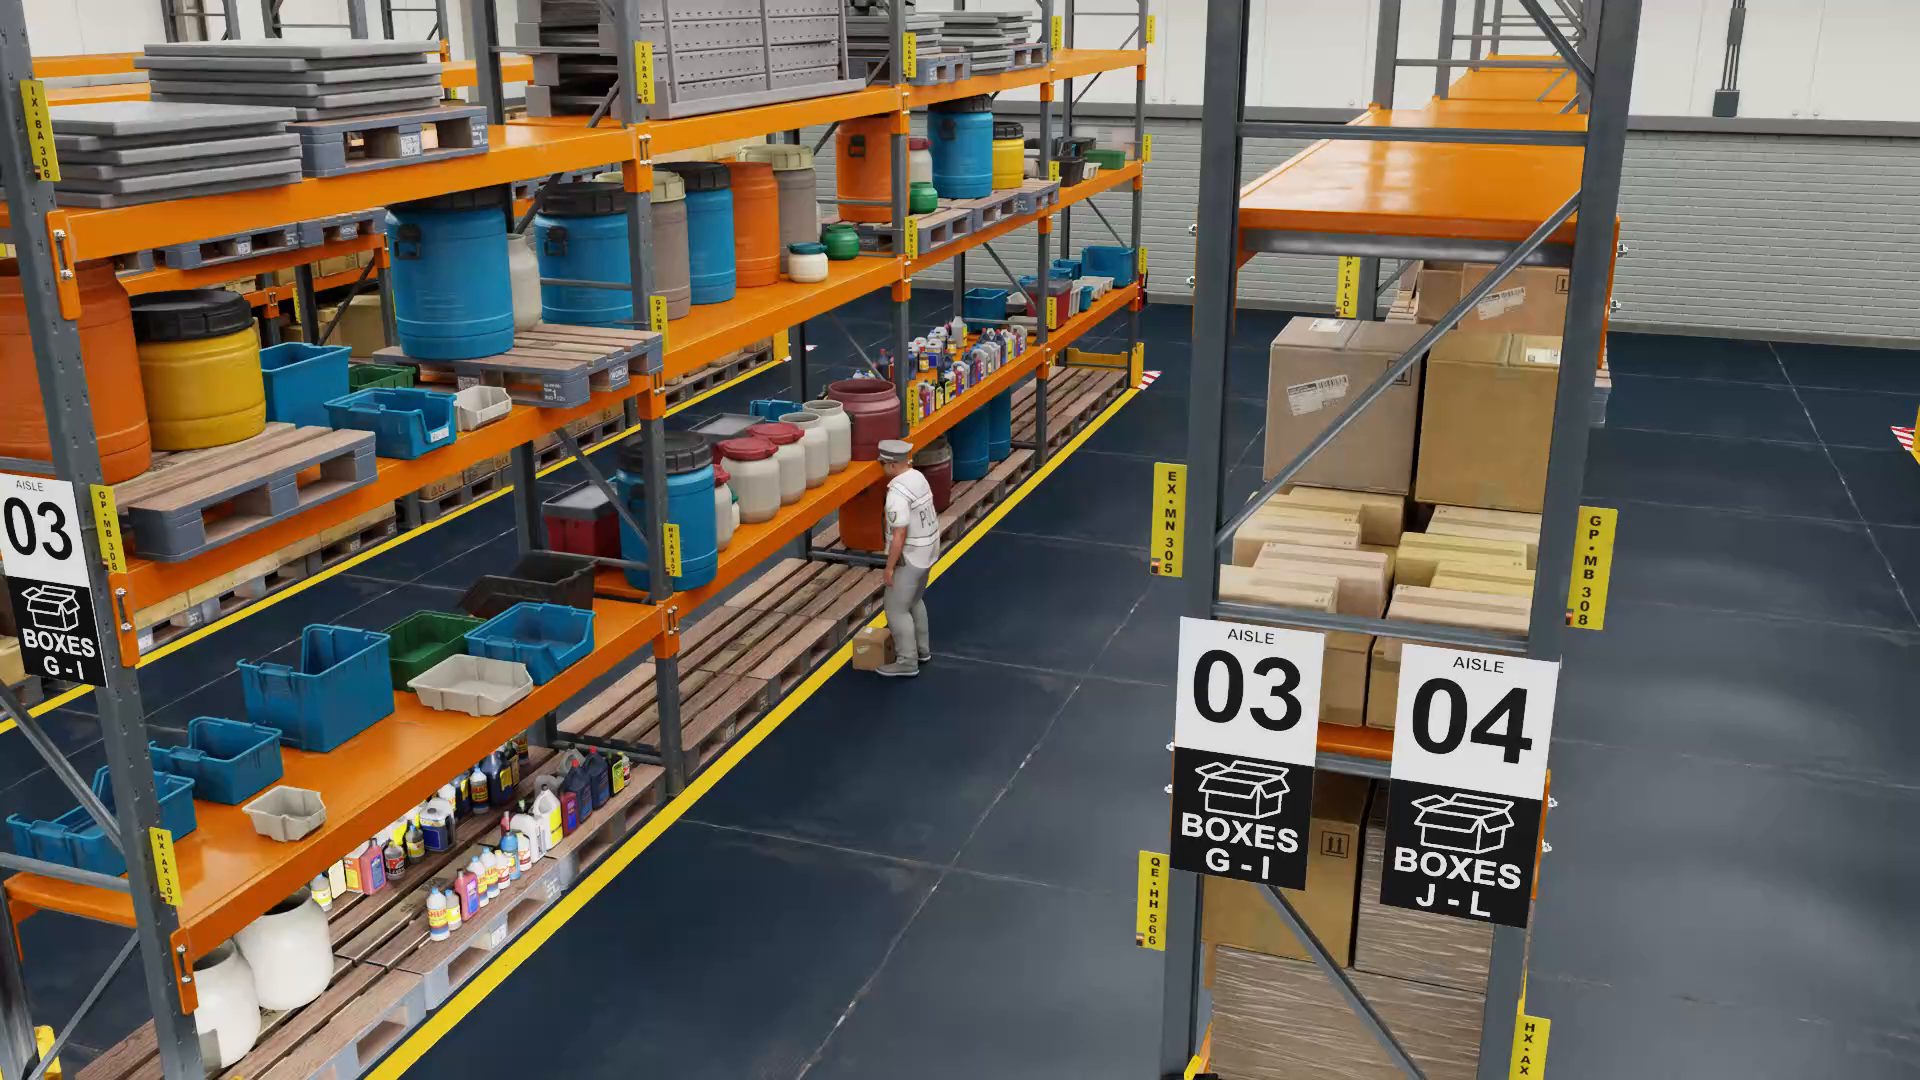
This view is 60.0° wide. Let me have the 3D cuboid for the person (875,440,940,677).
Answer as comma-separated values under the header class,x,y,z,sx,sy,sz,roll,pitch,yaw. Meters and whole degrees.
class,x,y,z,sx,sy,sz,roll,pitch,yaw
person,-0.382,0.129,12.165,0.439,1.748,0.586,6,20,18
